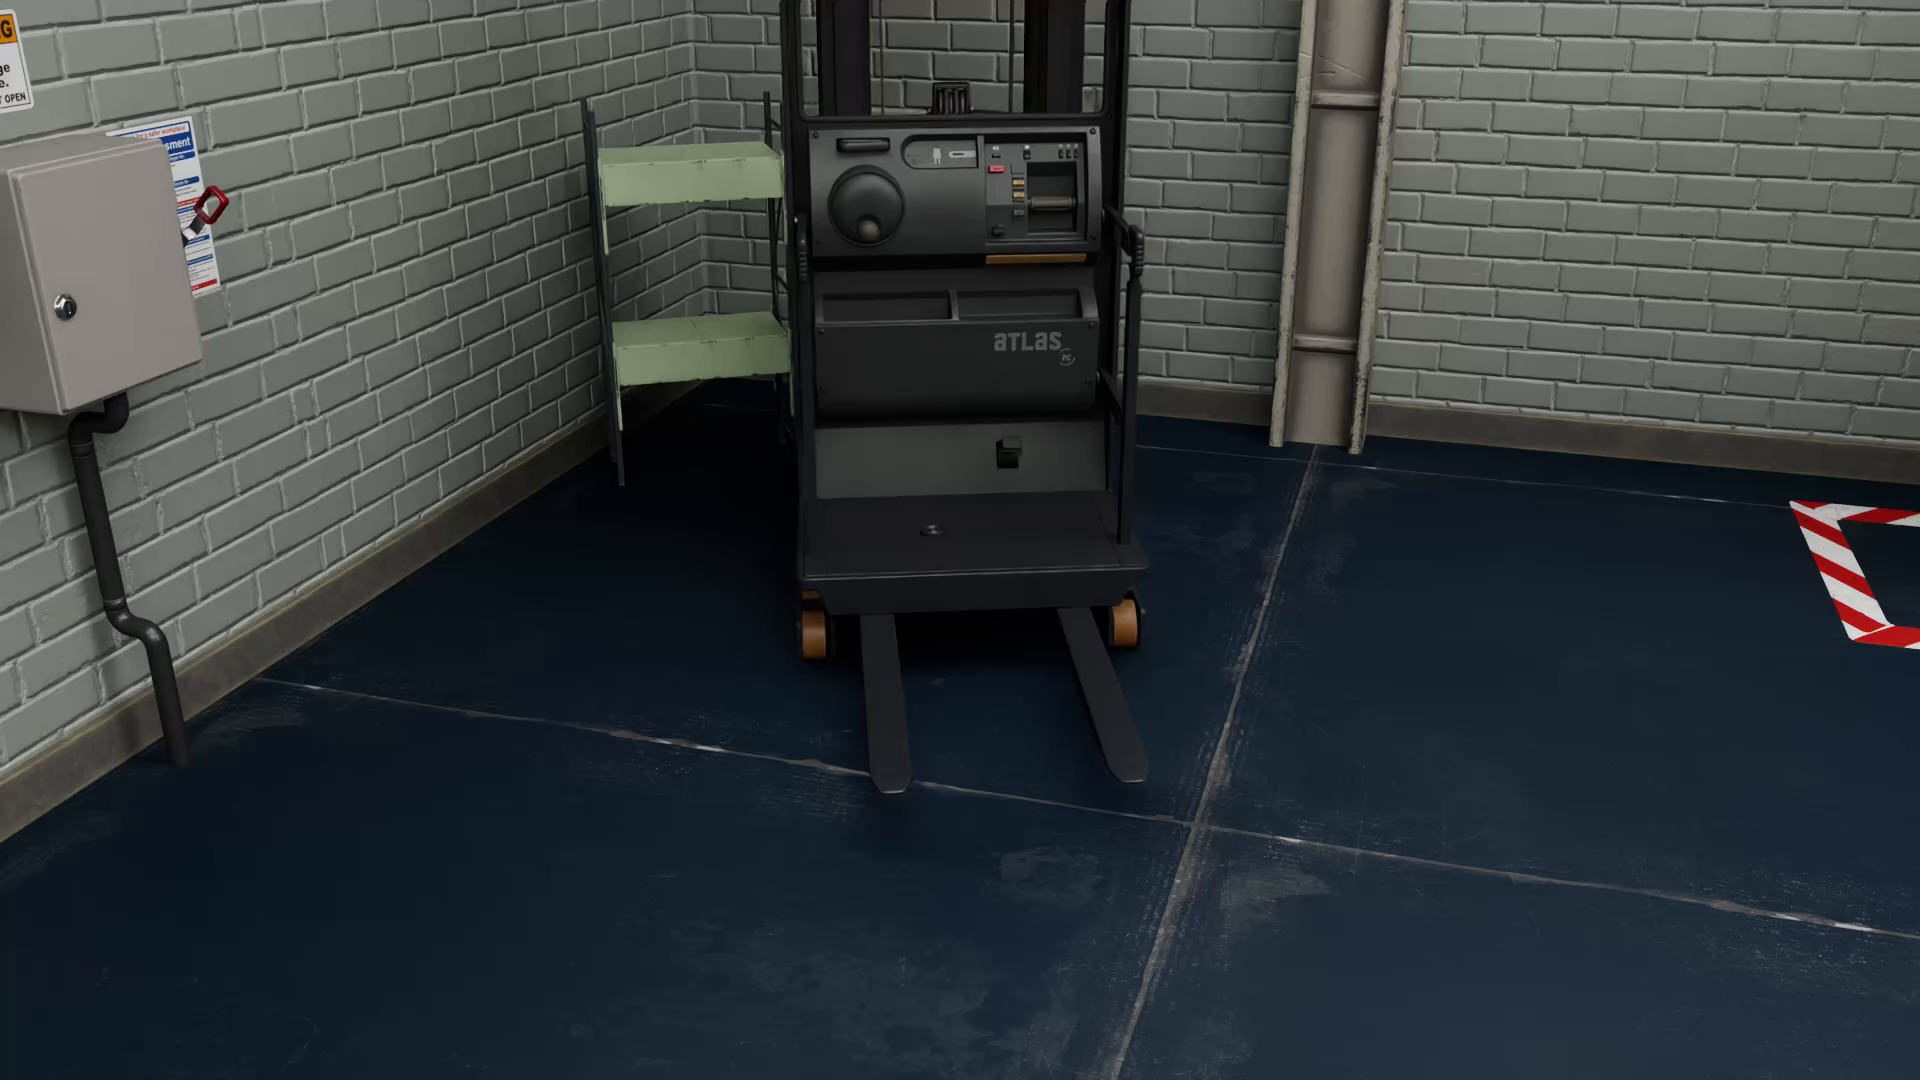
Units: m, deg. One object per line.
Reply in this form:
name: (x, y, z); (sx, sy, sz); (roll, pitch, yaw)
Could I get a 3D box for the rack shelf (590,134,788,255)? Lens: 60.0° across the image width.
rack shelf: (-1.087, -1.387, 6.647); (0.720, 0.370, 0.431); (-6, 23, -15)

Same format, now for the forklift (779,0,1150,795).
forklift: (0.008, -1.102, 5.095); (1.130, 2.935, 3.031); (-2, 22, -4)

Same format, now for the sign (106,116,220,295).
sign: (-2.240, -0.923, 4.692); (0.001, 0.494, 0.329); (7, 23, 16)

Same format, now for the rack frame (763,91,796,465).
rack frame: (-0.736, -1.065, 6.890); (0.023, 1.500, 0.400); (-6, 23, -15)

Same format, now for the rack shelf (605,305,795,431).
rack shelf: (-1.087, -0.724, 6.918); (0.720, 0.370, 0.431); (-6, 23, -15)

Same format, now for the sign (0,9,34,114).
sign: (-2.399, -1.149, 4.030); (0.001, 0.242, 0.339); (7, 23, 16)

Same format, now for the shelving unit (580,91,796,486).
shelving unit: (-1.087, -1.026, 6.795); (0.755, 1.500, 0.431); (-6, 23, -15)

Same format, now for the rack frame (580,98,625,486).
rack frame: (-1.438, -0.987, 6.699); (0.023, 1.500, 0.400); (-6, 23, -15)

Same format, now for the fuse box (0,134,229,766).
fuse box: (-2.185, -0.168, 4.425); (0.414, 1.711, 0.539); (7, 23, 16)

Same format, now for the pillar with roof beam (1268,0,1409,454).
pillar with roof beam: (0.340, -3.046, 1.838); (0.400, 9.000, 9.100); (7, 23, 16)
